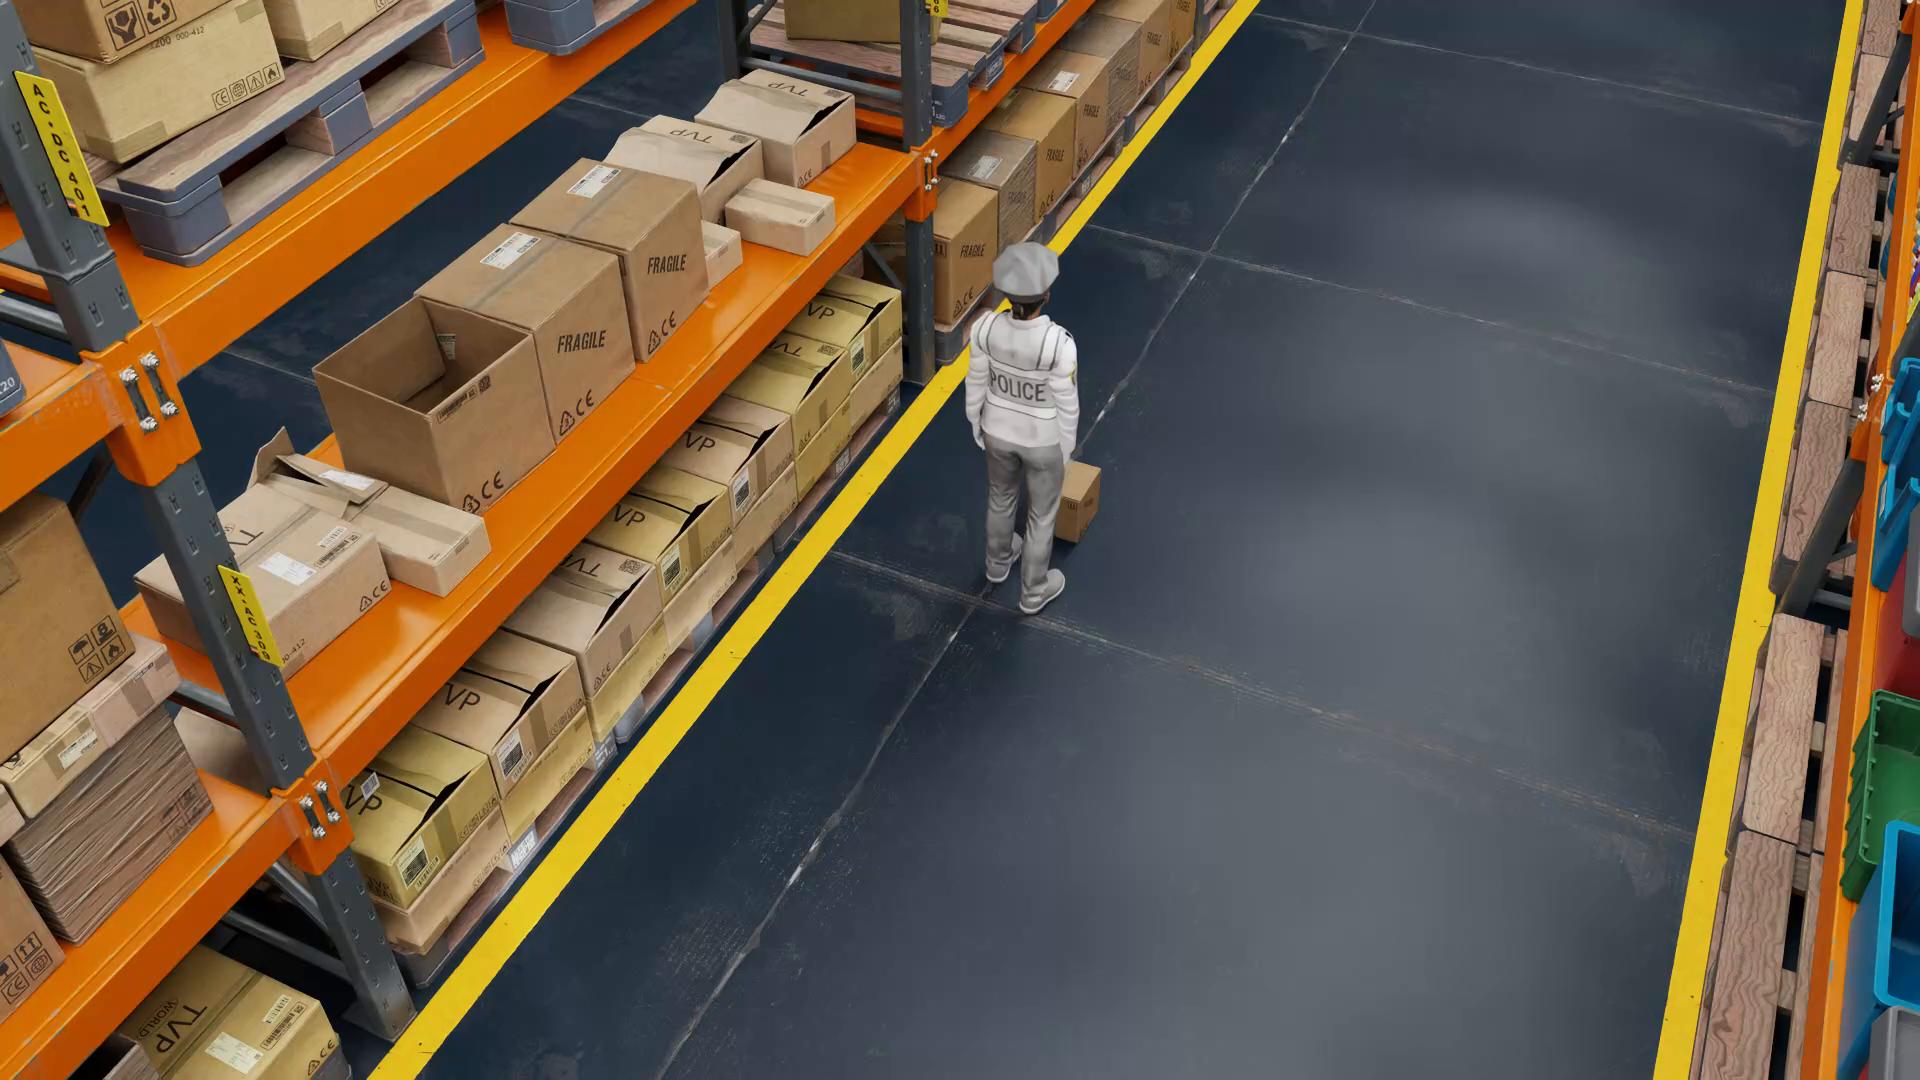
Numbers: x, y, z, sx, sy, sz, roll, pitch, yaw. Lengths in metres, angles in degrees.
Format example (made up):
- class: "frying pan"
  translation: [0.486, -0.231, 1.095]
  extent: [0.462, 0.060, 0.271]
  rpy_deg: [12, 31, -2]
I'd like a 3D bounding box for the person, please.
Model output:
- class: "person"
  translation: [0.265, -0.453, 6.647]
  extent: [0.481, 1.679, 0.403]
  rpy_deg: [18, 45, 18]
